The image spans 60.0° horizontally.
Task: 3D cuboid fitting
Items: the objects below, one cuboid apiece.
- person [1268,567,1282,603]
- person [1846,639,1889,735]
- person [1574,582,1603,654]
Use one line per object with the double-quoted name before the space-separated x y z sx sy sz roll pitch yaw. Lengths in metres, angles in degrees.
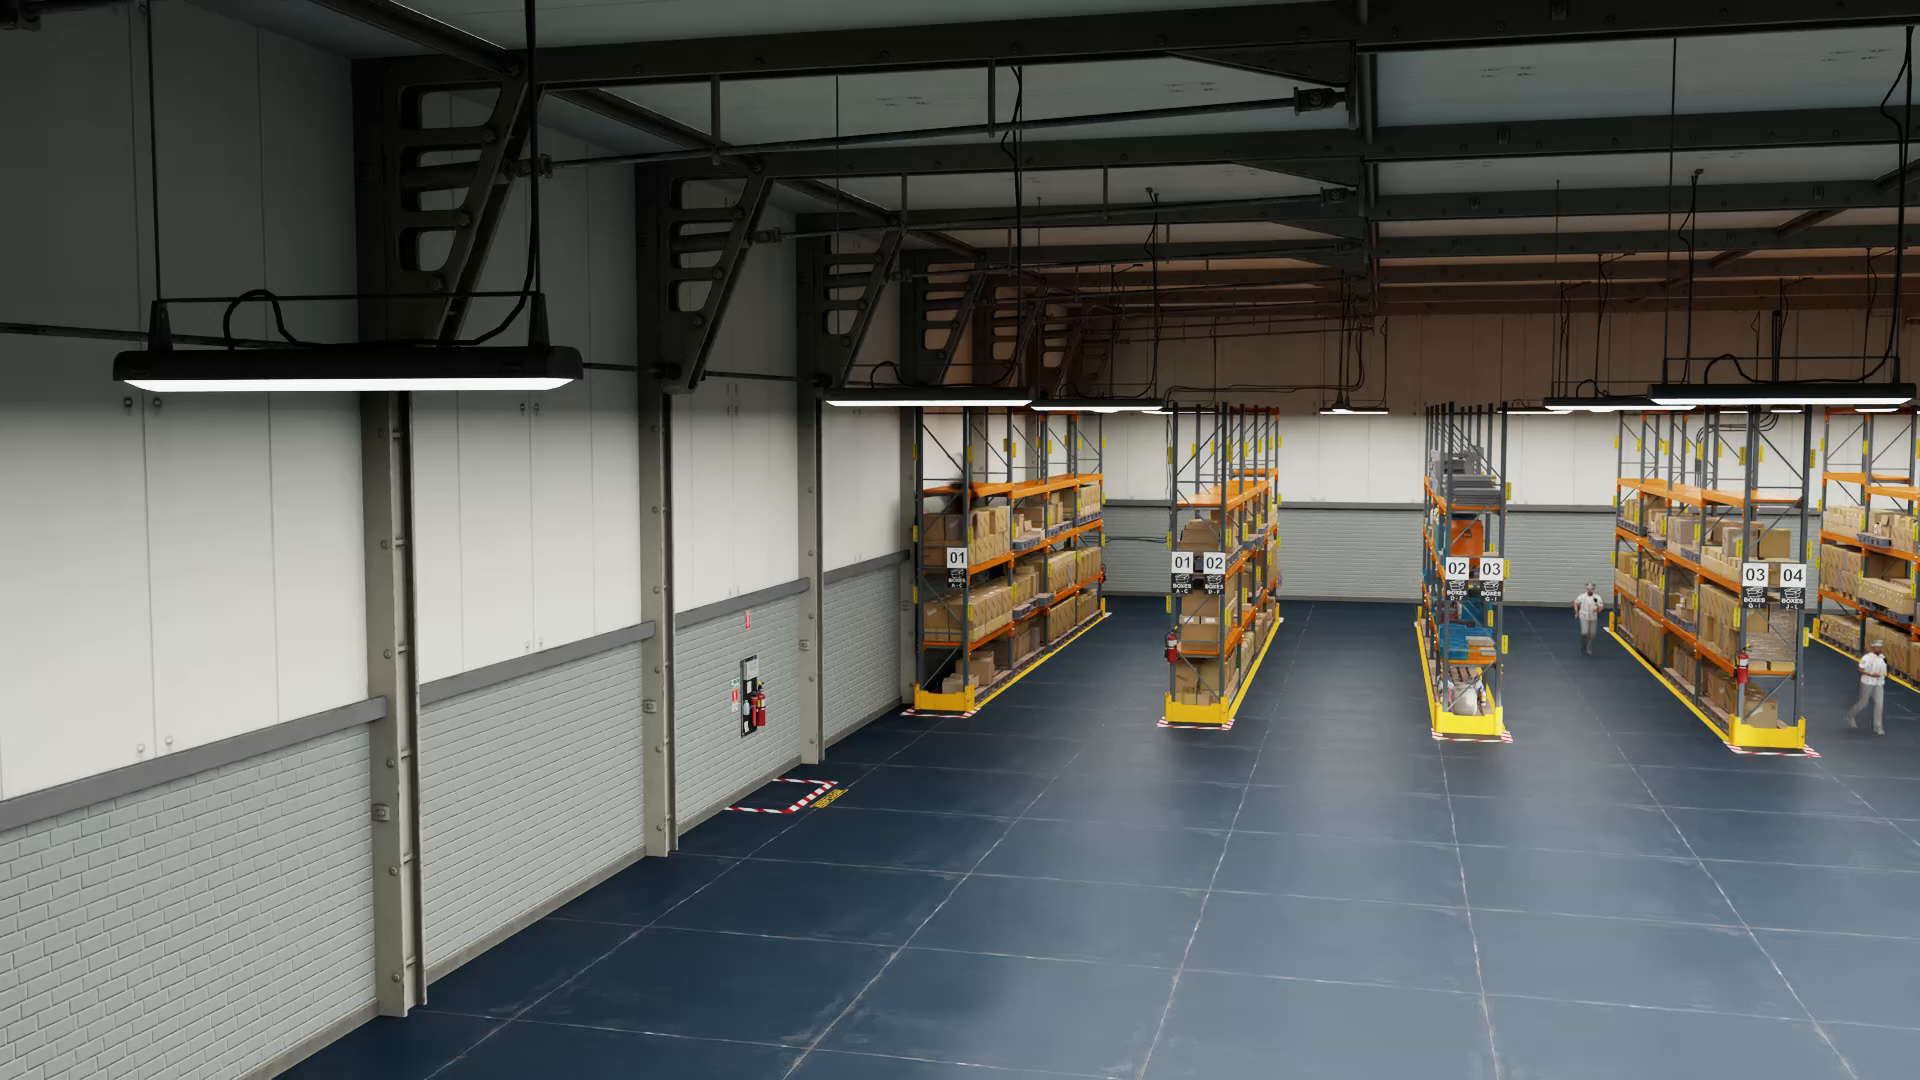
"person" 8.959 1.470 47.760 0.545 1.436 0.795 -2 5 -28
"person" 16.560 2.621 30.238 0.601 1.681 0.822 -1 4 -10
"person" 15.118 1.890 39.959 0.640 1.754 0.656 1 4 13
